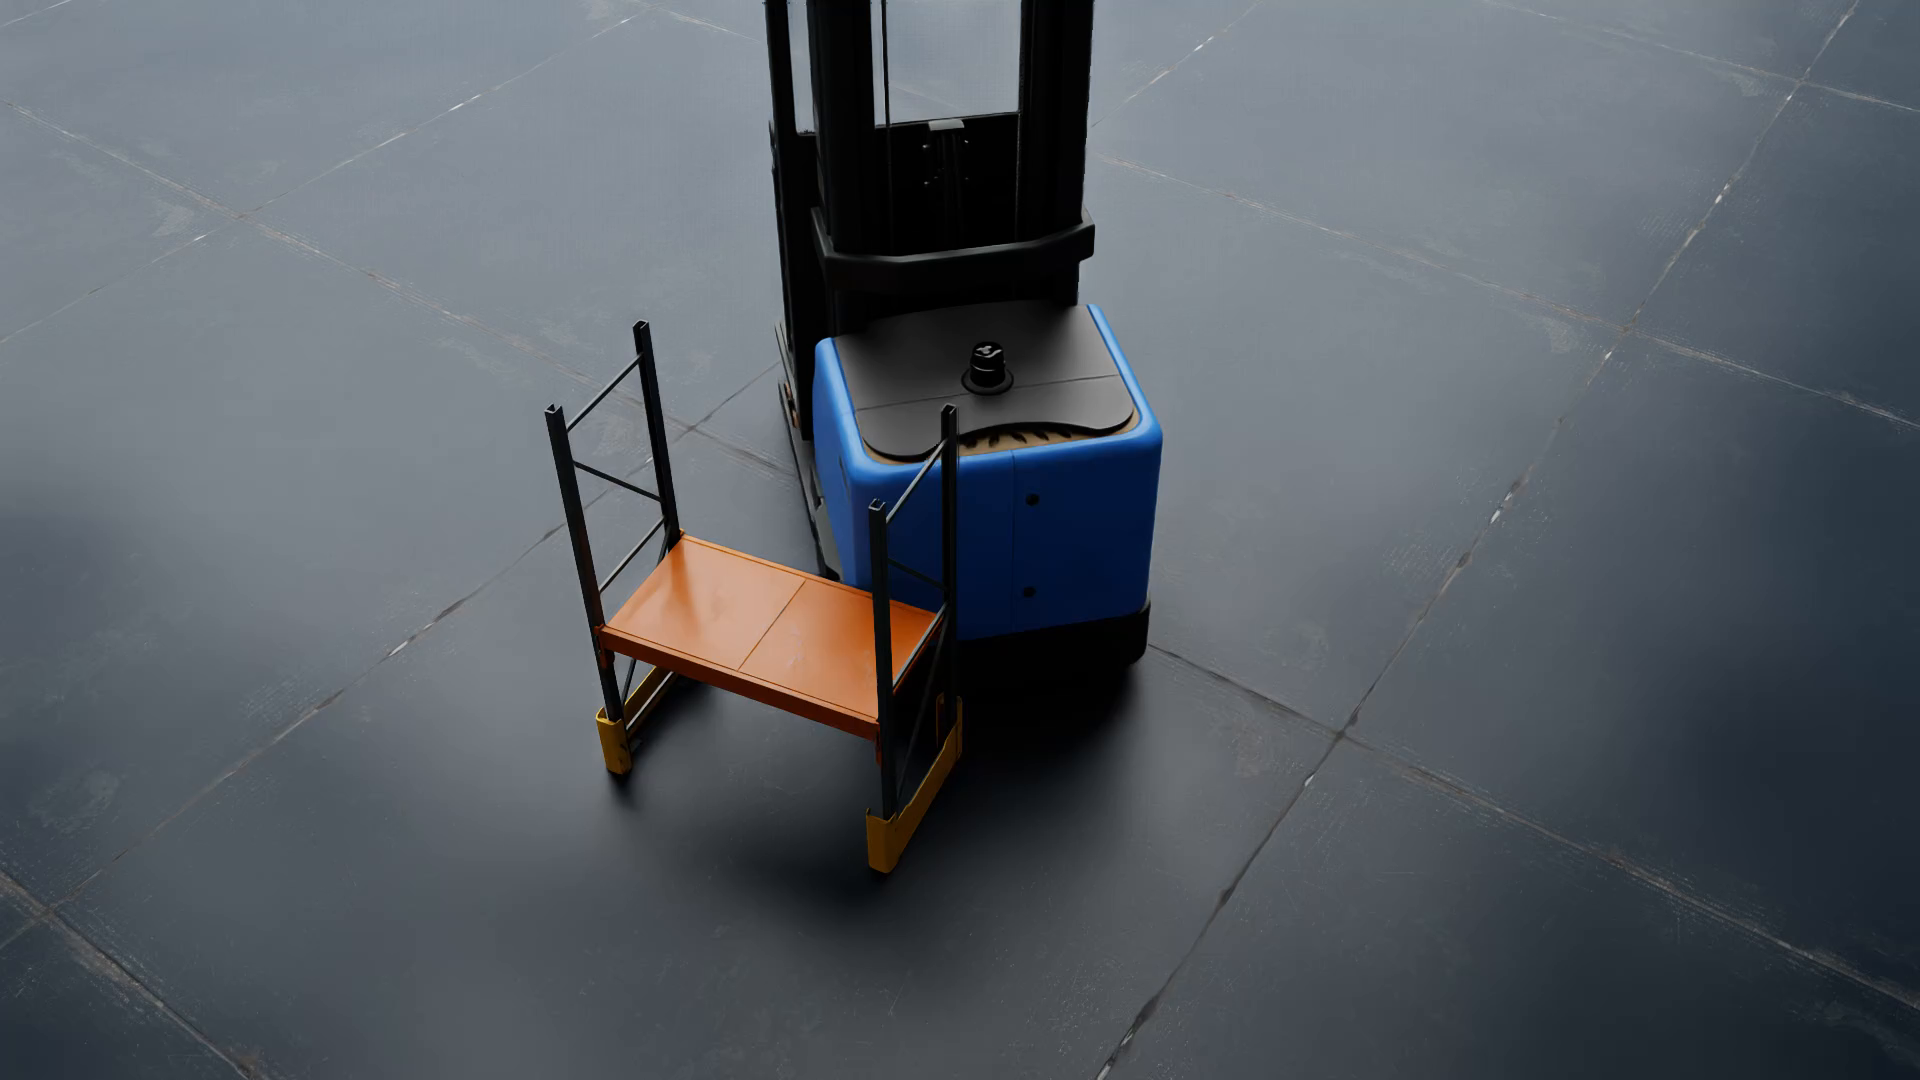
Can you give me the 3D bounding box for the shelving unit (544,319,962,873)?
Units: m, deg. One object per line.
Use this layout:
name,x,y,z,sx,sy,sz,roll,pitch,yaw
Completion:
shelving unit,-0.597,0.185,5.181,1.083,1.500,0.587,17,44,18

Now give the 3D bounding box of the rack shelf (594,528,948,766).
rack shelf,-0.588,0.322,5.298,1.000,0.185,0.538,17,44,18

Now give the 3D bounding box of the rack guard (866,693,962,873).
rack guard,-0.143,0.787,5.445,0.087,0.250,0.587,17,44,18

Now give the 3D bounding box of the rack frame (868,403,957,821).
rack frame,-0.125,0.327,5.023,0.032,1.500,0.500,17,44,18

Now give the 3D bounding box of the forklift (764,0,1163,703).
forklift,-0.151,-1.517,6.011,1.130,2.935,3.031,-8,43,-9

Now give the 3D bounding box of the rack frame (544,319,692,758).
rack frame,-1.052,0.049,5.333,0.032,1.500,0.500,17,44,18

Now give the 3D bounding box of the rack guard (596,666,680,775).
rack guard,-1.051,0.515,5.750,0.087,0.250,0.587,17,44,18
